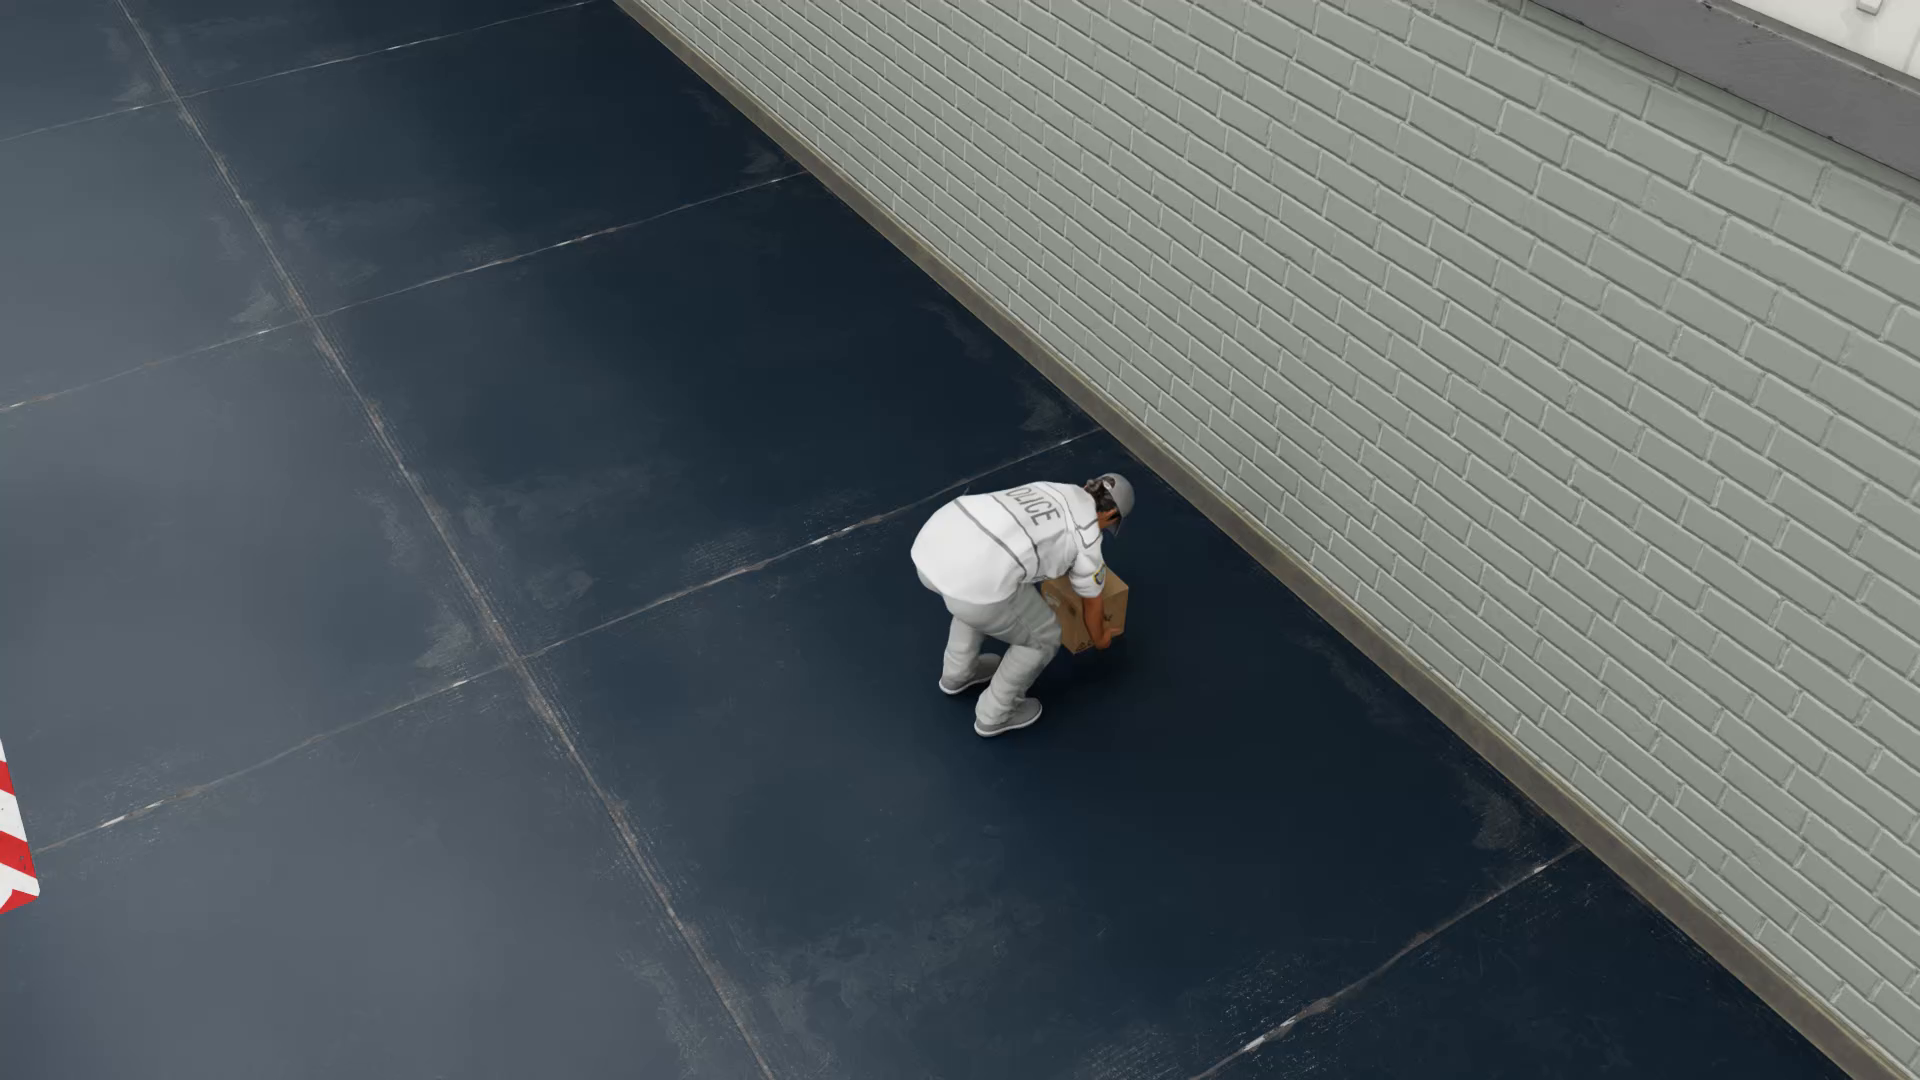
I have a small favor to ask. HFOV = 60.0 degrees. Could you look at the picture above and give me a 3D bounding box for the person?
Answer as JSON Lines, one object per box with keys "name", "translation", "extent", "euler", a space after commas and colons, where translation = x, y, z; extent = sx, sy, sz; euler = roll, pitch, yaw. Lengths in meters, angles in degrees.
{"name": "person", "translation": [0.272, 0.196, 6.430], "extent": [0.950, 1.014, 0.494], "euler": [-25, 47, -26]}
